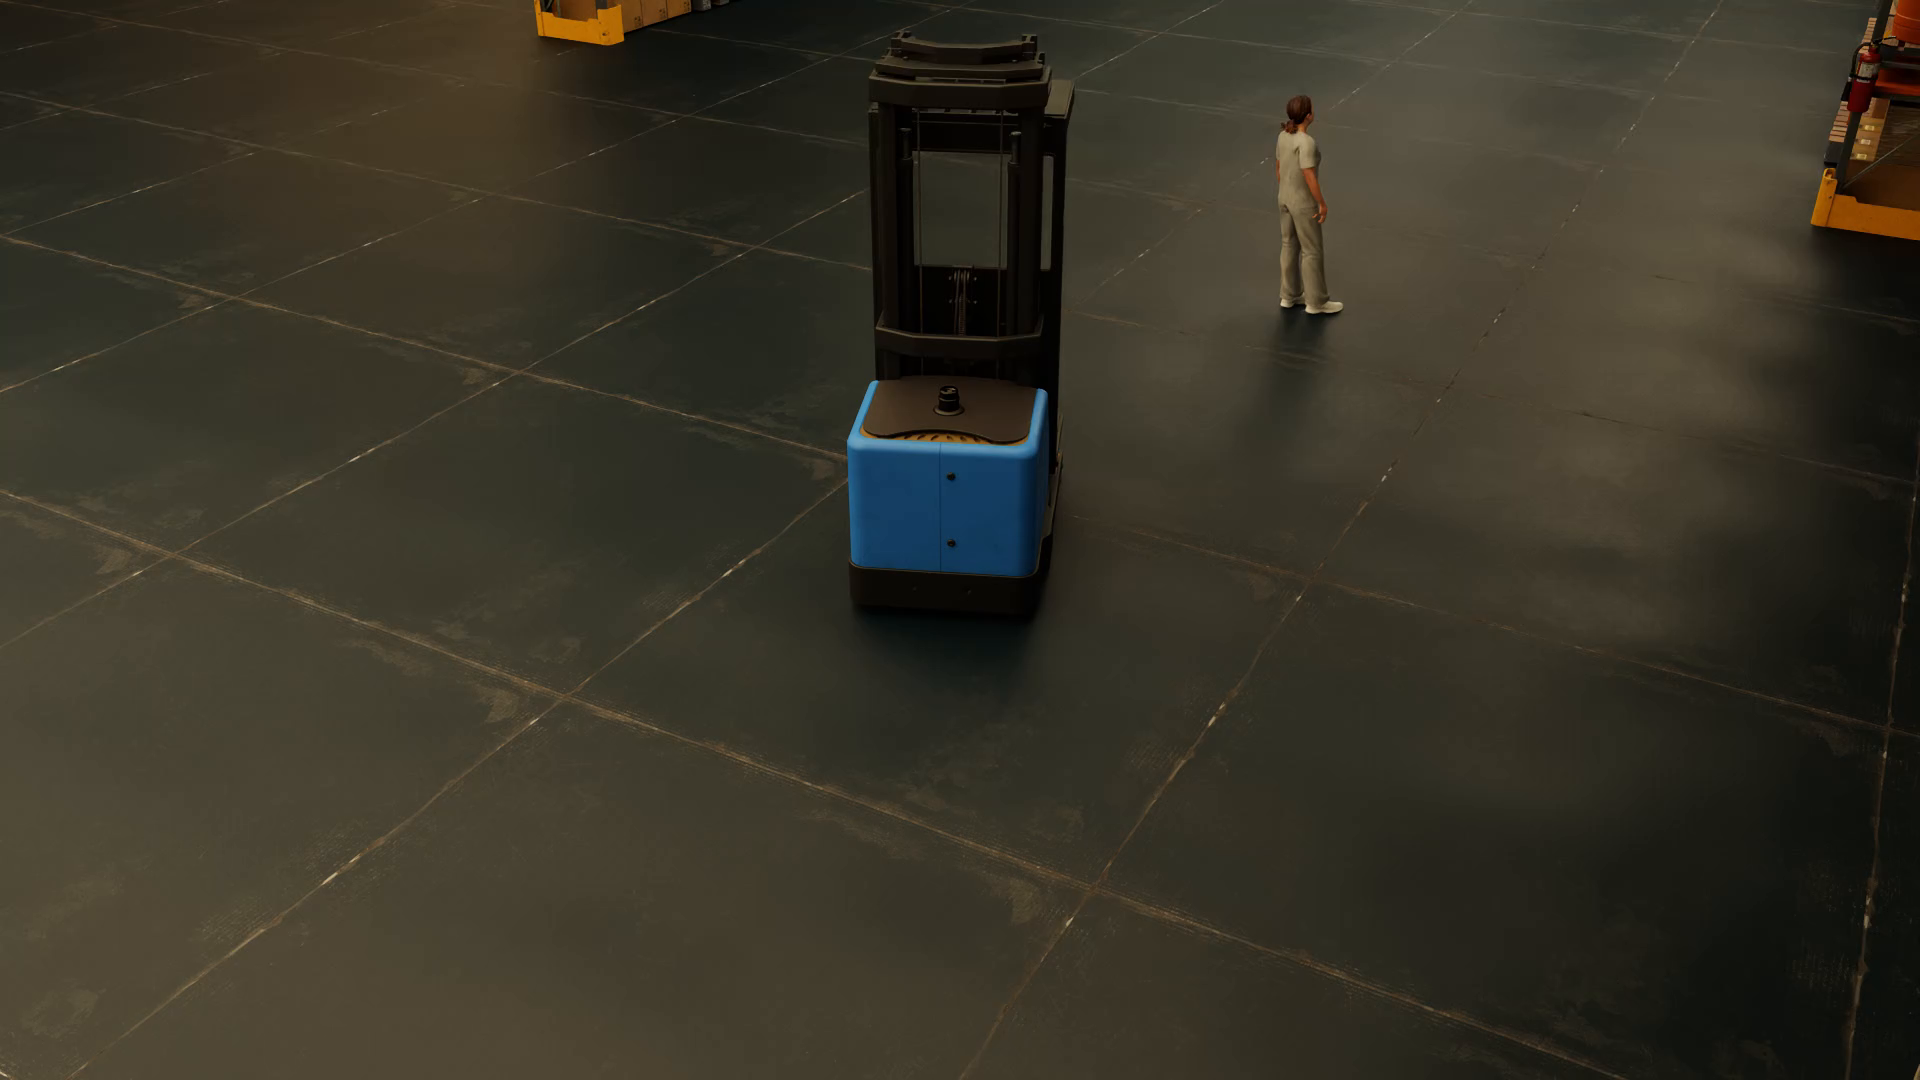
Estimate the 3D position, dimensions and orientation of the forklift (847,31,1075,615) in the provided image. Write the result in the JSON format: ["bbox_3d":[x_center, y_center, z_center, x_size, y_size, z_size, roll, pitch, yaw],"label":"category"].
[{"bbox_3d":[0.072,-1.572,9.794,1.130,2.935,3.031,3,30,6],"label":"forklift"}]

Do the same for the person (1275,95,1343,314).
[{"bbox_3d":[2.675,-2.591,12.812,0.548,1.662,0.550,-13,32,-21],"label":"person"}]
